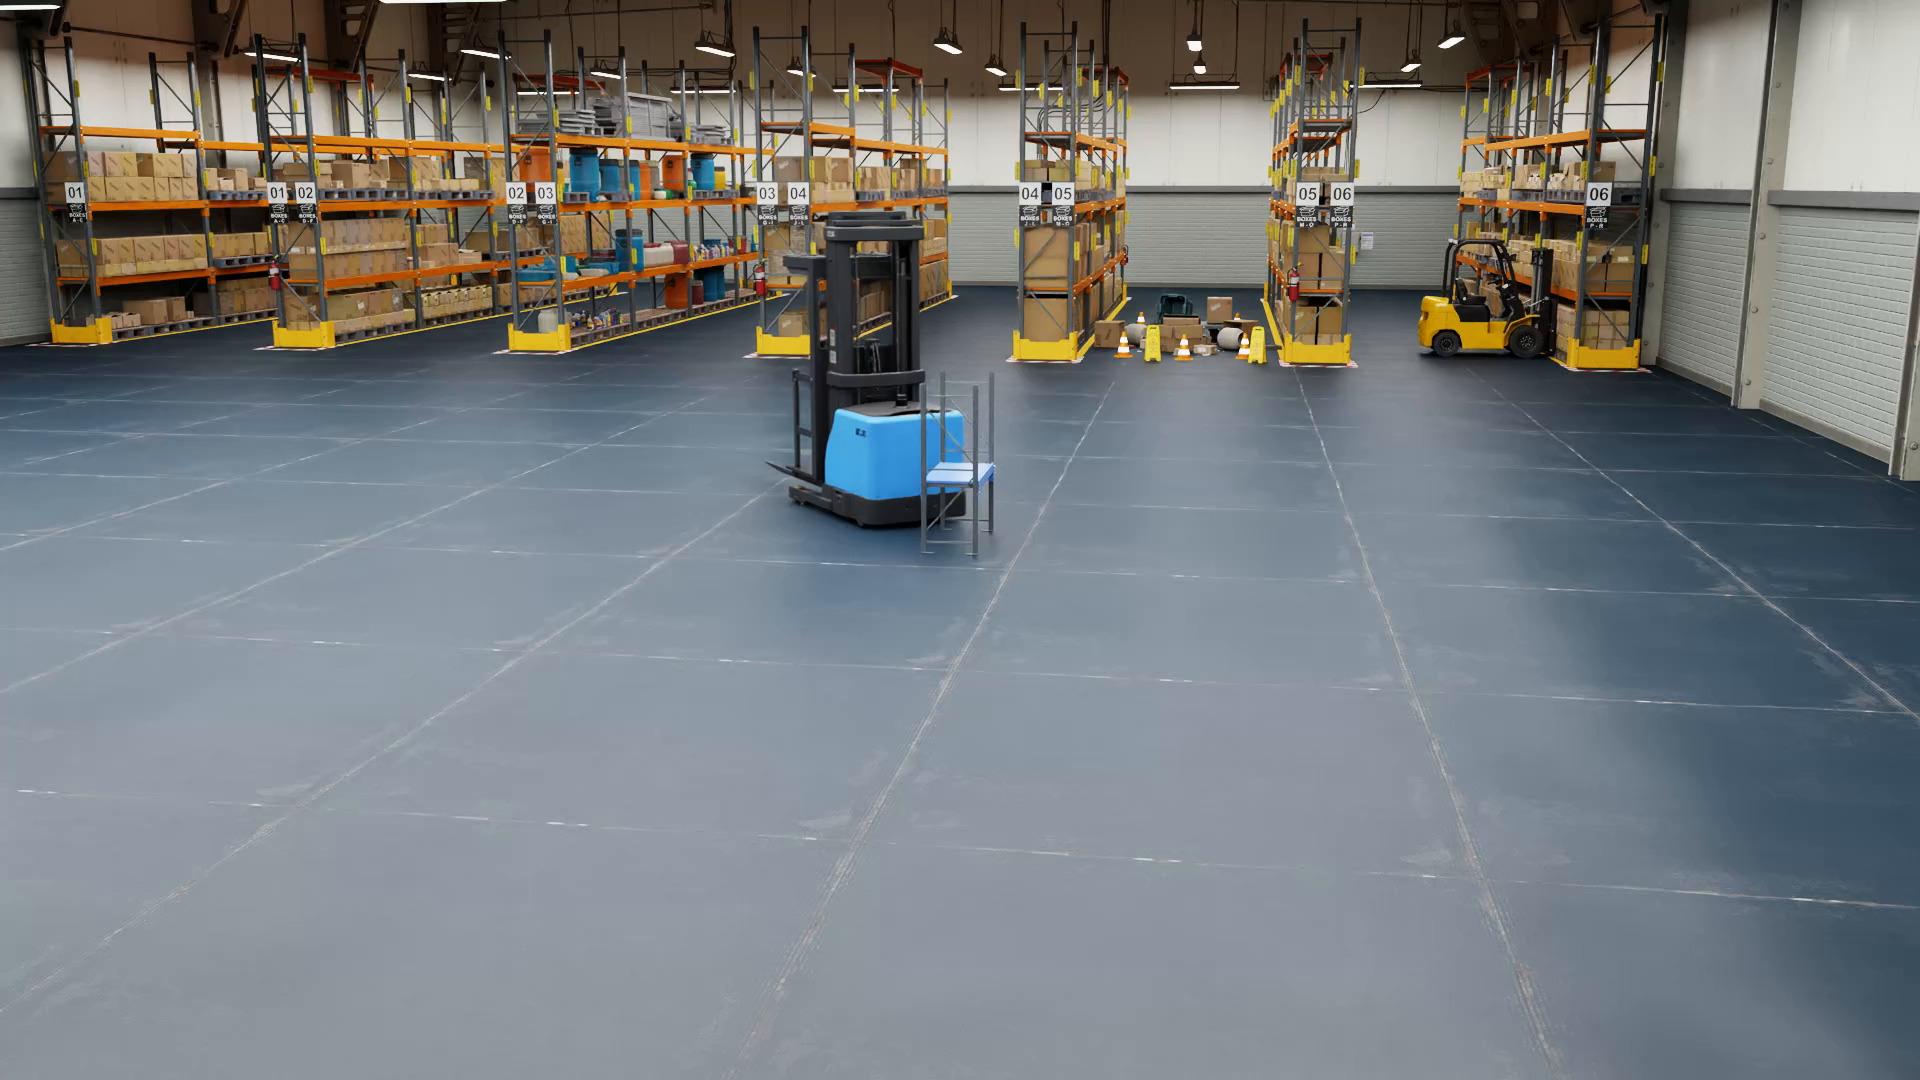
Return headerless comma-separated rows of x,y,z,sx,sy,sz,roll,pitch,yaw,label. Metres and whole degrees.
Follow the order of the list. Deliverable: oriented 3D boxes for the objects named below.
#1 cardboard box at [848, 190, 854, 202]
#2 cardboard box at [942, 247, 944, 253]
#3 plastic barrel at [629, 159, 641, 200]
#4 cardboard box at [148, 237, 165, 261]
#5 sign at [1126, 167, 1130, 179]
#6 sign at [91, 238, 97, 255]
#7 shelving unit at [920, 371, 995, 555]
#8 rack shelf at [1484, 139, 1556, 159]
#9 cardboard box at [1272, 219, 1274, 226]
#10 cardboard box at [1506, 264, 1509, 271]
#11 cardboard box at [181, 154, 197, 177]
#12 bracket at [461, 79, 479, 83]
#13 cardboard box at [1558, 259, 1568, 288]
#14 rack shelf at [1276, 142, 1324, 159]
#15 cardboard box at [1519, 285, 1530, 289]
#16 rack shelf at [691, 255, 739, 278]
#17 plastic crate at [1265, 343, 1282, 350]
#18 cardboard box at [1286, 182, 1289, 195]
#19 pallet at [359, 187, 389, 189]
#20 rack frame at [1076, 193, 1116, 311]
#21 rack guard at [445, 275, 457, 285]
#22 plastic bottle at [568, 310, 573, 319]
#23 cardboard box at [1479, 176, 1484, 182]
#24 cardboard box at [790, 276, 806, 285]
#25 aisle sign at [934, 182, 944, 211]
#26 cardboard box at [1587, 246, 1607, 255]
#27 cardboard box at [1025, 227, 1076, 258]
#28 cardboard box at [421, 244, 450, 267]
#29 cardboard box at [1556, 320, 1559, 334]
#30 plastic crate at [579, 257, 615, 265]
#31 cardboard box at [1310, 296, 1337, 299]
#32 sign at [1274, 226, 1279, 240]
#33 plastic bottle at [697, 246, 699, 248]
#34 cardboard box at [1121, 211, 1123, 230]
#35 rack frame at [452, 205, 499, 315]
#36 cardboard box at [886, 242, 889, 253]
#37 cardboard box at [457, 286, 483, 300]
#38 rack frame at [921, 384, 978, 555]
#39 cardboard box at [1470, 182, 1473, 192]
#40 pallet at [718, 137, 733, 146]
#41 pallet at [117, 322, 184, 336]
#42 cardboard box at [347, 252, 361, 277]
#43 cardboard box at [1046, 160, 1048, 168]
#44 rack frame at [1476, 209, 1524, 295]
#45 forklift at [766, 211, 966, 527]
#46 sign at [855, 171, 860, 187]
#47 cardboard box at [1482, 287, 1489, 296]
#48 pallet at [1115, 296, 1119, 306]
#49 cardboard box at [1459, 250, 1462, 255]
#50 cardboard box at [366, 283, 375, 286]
-2.496,-7.146,34.525,0.500,0.250,0.500,2,12,11,cardboard box
-0.646,-8.040,46.034,0.380,0.149,0.250,2,12,9,cardboard box
-7.513,-8.114,37.468,0.600,0.901,0.708,2,12,9,plastic barrel
-17.373,-6.216,35.500,0.500,0.500,0.500,2,12,10,cardboard box
4.592,-10.050,45.541,0.100,0.325,0.005,2,12,9,sign
-17.446,-5.911,33.503,0.100,0.325,0.005,2,12,9,sign
-0.013,-0.715,15.010,0.538,1.500,1.048,2,12,9,shelving unit
12.936,-9.010,38.354,1.077,0.370,4.000,2,12,9,rack shelf
8.138,-7.846,41.924,0.500,0.500,0.500,2,12,8,cardboard box
12.319,-6.050,36.560,0.500,0.250,0.500,2,12,9,cardboard box
-17.176,-8.239,36.580,0.500,0.500,0.500,1,12,4,cardboard box
-15.273,-14.564,52.923,0.076,0.066,3.189,2,12,9,bracket
11.382,-4.917,30.708,0.500,0.500,0.500,2,12,8,cardboard box
8.031,-9.170,39.096,1.077,0.370,4.000,2,12,9,rack shelf
13.169,-5.825,38.557,0.380,0.149,0.250,2,12,7,cardboard box
-6.655,-6.914,41.921,1.077,0.370,4.000,2,12,9,rack shelf
6.056,-3.808,32.729,0.402,0.080,0.583,-2,12,-11,plastic crate
6.770,-6.991,33.100,0.500,0.250,0.500,2,12,7,cardboard box
-16.001,-9.596,45.748,1.003,0.211,1.213,2,12,9,pallet
3.432,-7.340,42.189,1.000,3.000,0.127,2,12,9,rack frame
-15.518,-7.619,49.417,1.175,0.500,0.348,2,12,9,rack guard
-8.207,-4.655,34.972,0.144,0.351,0.185,2,12,8,plastic bottle
12.764,-8.736,40.201,0.380,0.149,0.250,2,12,10,cardboard box
-3.020,-4.953,31.707,0.380,0.149,0.250,2,12,9,cardboard box
-0.531,-9.631,46.647,0.394,0.787,0.004,2,12,9,aisle sign
11.245,-5.135,29.476,0.380,0.149,0.250,2,12,9,cardboard box
1.681,-5.519,30.821,0.875,0.550,0.550,2,12,9,cardboard box
-12.180,-6.600,38.519,0.500,0.500,0.500,2,12,9,cardboard box
11.310,-3.972,30.903,0.500,0.250,0.500,2,12,7,cardboard box
-7.784,-5.882,35.570,0.767,0.338,0.504,2,12,9,plastic crate
7.282,-4.631,33.370,0.500,0.500,0.500,2,12,8,cardboard box
7.174,-6.951,37.637,0.100,0.325,0.005,2,12,9,sign
-6.846,-7.535,43.370,0.061,0.283,0.133,2,12,9,plastic bottle
4.073,-8.538,44.433,0.500,0.500,0.500,3,12,12,cardboard box
-11.857,-7.011,40.662,1.000,3.000,0.127,2,12,9,rack frame
-1.725,-6.830,39.587,0.500,0.500,0.500,2,12,10,cardboard box
-11.768,-5.921,39.802,0.500,0.311,0.500,2,12,8,cardboard box
-0.091,-0.610,14.519,0.500,1.500,0.032,2,12,9,rack frame
13.315,-9.007,42.455,0.500,0.250,0.500,2,12,8,cardboard box
-6.445,-10.154,42.403,1.003,0.211,1.213,2,12,9,pallet
-17.621,-4.579,35.997,1.003,0.211,1.213,2,12,9,pallet
-12.845,-5.704,34.359,0.700,0.500,0.500,2,12,9,cardboard box
1.460,-7.122,31.526,0.380,0.149,0.250,2,12,9,cardboard box
13.243,-7.041,40.800,1.000,3.000,0.127,2,12,9,rack frame
-1.097,-1.826,16.765,1.130,2.935,3.031,-7,14,-28,forklift
-2.147,-7.560,34.860,0.100,0.325,0.005,2,12,9,sign
12.875,-5.819,40.070,0.500,0.500,0.500,2,12,8,cardboard box
3.685,-6.373,44.319,1.003,0.211,1.213,2,12,9,pallet
13.537,-7.691,44.414,0.380,0.149,0.250,2,12,8,cardboard box
-16.109,-7.018,44.801,0.750,0.750,0.750,2,12,9,cardboard box
